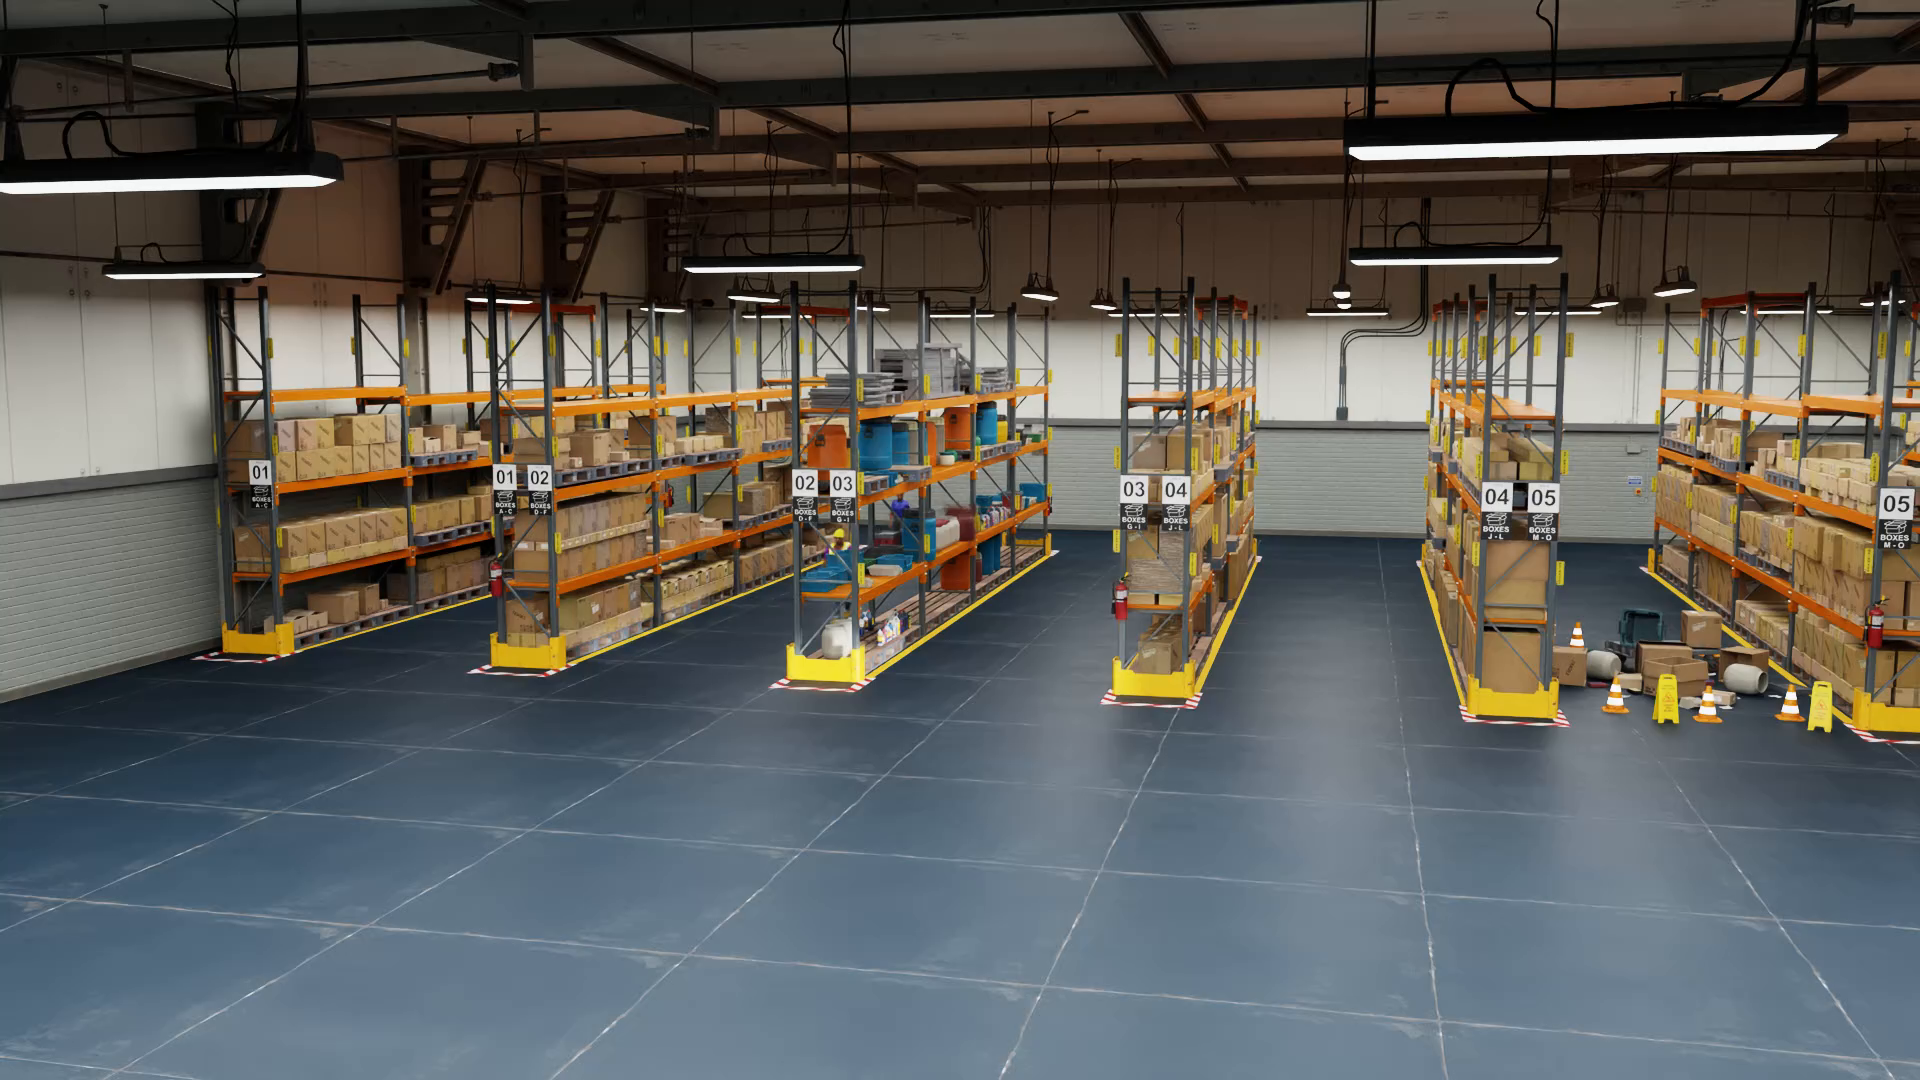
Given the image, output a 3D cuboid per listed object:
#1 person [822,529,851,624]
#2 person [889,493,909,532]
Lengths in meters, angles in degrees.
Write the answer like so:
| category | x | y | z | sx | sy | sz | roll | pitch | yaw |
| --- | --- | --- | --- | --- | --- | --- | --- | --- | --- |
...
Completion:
| category | x | y | z | sx | sy | sz | roll | pitch | yaw |
| --- | --- | --- | --- | --- | --- | --- | --- | --- | --- |
| person | -2.180 | 0.650 | 30.449 | 0.677 | 1.747 | 0.614 | 1 | 7 | 9 |
| person | -1.446 | -0.415 | 40.143 | 0.452 | 1.581 | 1.045 | 2 | 7 | 13 |
